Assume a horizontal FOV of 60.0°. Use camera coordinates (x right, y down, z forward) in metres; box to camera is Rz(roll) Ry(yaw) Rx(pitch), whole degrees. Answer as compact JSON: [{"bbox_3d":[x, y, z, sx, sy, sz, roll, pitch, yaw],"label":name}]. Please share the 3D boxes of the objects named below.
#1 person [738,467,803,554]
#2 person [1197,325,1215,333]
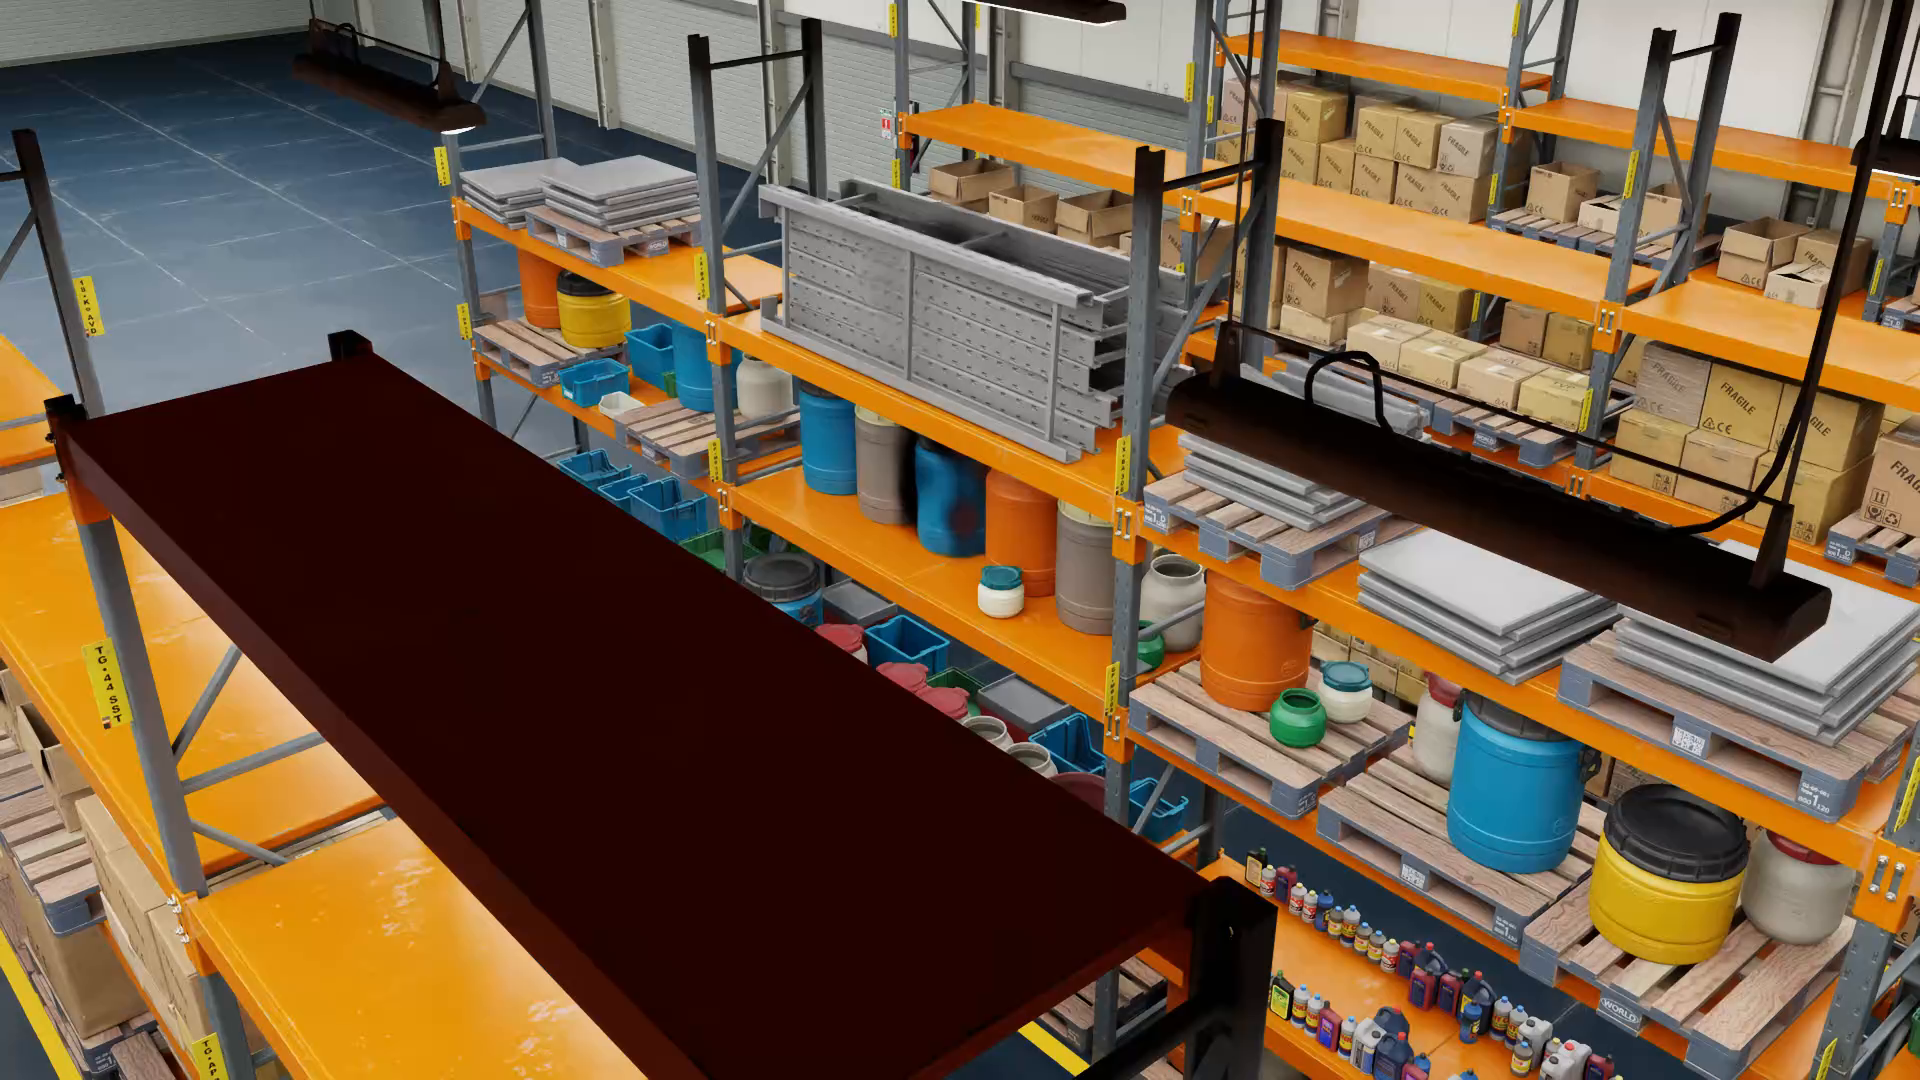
[{"bbox_3d":[-1.749,-0.200,16.022,0.773,1.777,0.782,-3,27,-5],"label":"person"},{"bbox_3d":[2.946,-1.796,19.306,0.913,1.670,0.582,10,29,19],"label":"person"}]
